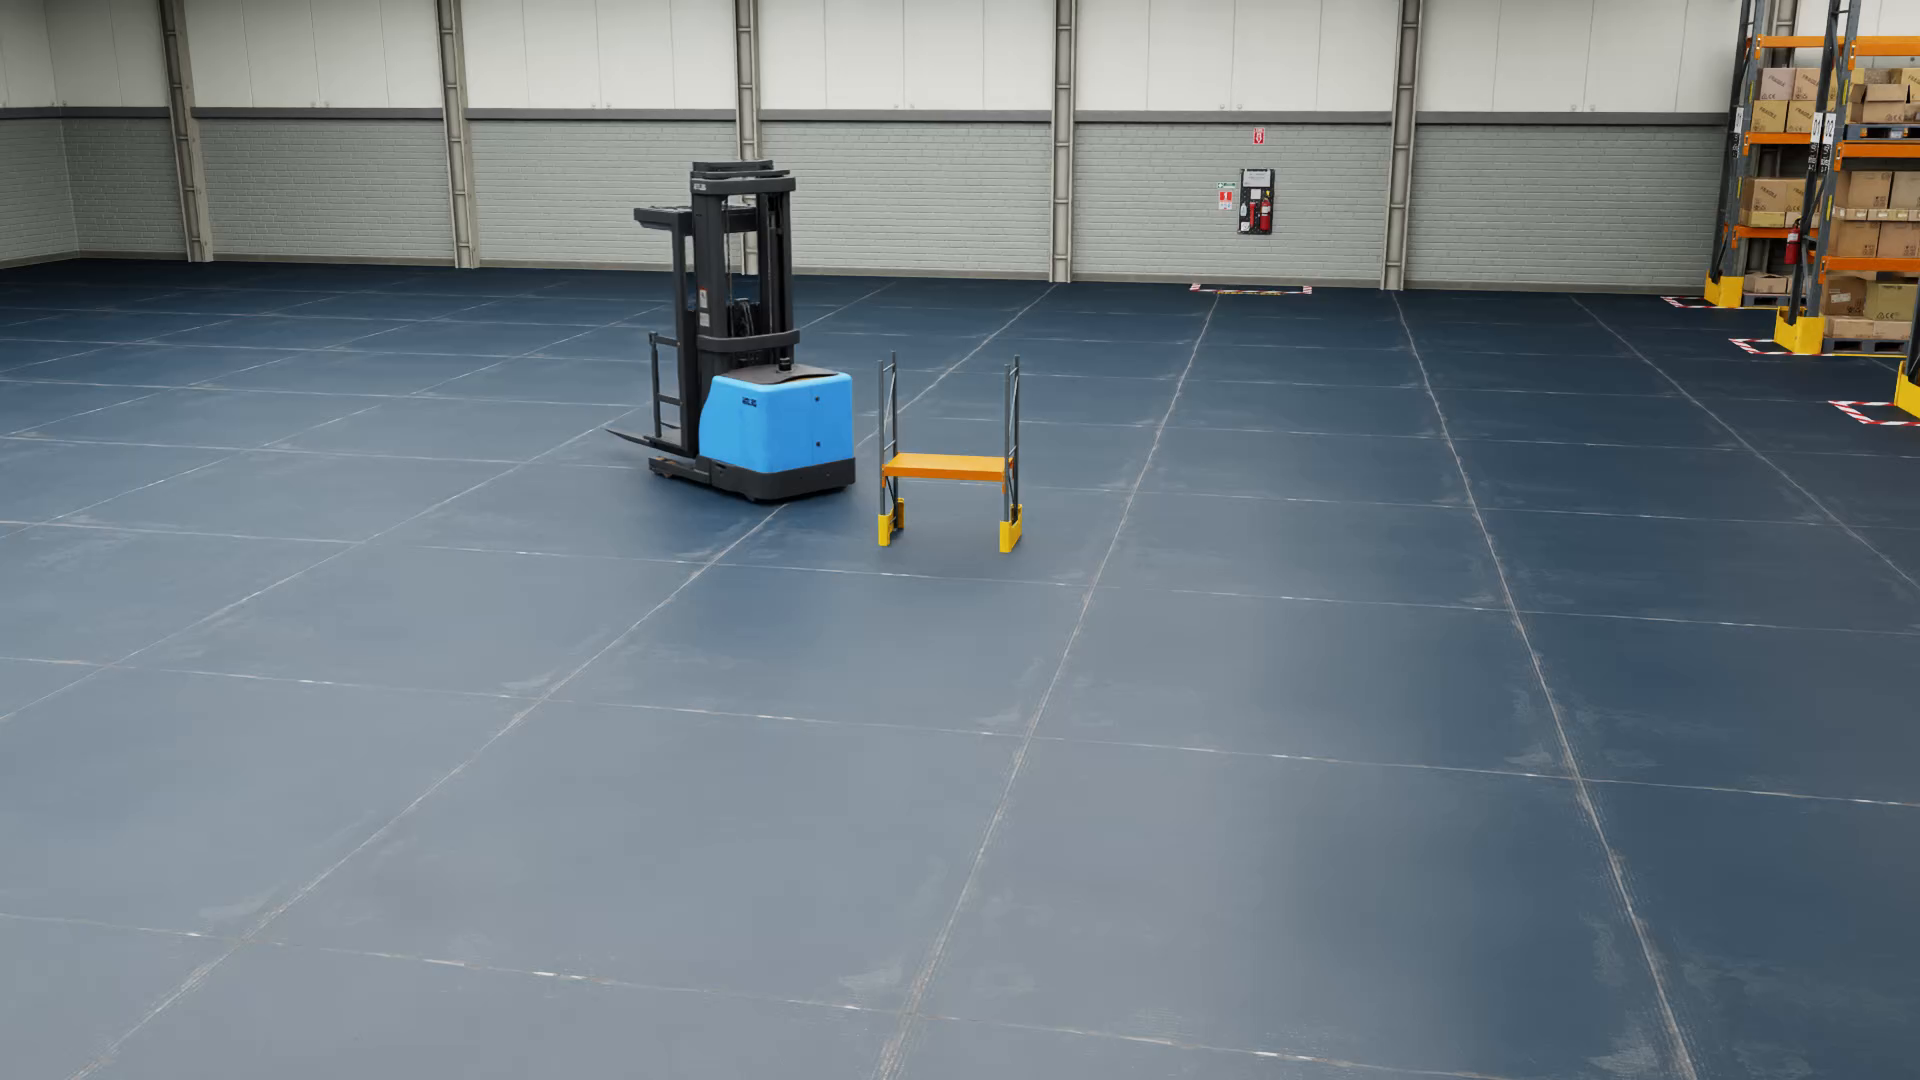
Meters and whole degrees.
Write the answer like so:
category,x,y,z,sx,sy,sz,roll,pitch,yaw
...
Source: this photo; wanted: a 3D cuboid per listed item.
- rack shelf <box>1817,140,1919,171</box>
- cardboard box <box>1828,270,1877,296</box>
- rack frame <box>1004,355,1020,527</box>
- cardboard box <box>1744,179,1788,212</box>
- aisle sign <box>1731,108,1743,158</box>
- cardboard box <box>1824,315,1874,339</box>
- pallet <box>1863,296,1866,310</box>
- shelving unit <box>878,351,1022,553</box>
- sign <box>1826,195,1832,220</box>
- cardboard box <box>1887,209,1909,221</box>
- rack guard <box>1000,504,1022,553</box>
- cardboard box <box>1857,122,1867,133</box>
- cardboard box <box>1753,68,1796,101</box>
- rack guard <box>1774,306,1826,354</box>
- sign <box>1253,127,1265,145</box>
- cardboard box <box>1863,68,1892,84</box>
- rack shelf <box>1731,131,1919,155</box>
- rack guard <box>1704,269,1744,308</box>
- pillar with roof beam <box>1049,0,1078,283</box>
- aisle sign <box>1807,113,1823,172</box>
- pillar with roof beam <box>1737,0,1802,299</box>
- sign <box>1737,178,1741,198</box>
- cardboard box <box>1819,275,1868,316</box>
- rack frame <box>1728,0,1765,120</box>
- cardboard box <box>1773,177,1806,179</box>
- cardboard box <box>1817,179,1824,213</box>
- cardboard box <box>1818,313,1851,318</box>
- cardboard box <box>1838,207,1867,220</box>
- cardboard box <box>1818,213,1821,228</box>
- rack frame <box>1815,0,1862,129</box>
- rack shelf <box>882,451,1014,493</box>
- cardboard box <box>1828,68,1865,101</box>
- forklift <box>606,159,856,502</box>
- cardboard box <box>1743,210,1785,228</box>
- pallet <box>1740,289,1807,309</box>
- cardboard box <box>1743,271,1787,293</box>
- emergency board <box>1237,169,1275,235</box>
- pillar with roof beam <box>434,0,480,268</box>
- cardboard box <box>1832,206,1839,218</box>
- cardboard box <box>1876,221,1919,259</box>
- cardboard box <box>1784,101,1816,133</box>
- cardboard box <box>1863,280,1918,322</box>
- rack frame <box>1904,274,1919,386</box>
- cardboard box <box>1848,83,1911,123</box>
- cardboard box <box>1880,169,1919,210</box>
category,x,y,z,sx,sy,sz,roll,pitch,yaw
rack shelf,13.762,-5.149,22.317,4.000,0.370,1.077,3,16,11
cardboard box,14.713,-4.317,27.444,0.500,0.500,0.700,2,16,8
rack frame,0.415,-0.700,13.340,0.032,1.500,0.500,3,16,11
cardboard box,13.193,-5.647,27.226,0.500,0.500,0.500,3,16,11
aisle sign,12.655,-6.630,27.068,0.004,0.787,0.394,3,16,11
cardboard box,12.283,-2.947,23.004,0.500,0.250,0.500,3,16,11
pallet,14.841,-3.986,27.616,1.213,0.211,1.003,3,16,11
shelving unit,-0.075,-0.727,13.435,1.083,1.500,0.587,3,16,11
sign,11.685,-4.467,22.357,0.005,0.325,0.100,3,16,11
cardboard box,12.647,-4.413,22.530,0.250,0.149,0.380,3,16,11
rack guard,0.413,-0.098,13.507,0.087,0.250,0.587,3,16,11
cardboard box,14.621,-6.785,26.652,0.500,0.500,0.500,4,16,15
cardboard box,13.115,-7.353,26.831,0.500,0.500,0.500,2,16,7
rack guard,11.778,-2.953,23.344,0.348,0.500,1.175,3,16,11
sign,5.362,-7.245,29.816,0.199,0.298,0.001,3,16,11
cardboard box,14.767,-7.396,26.985,0.500,0.500,0.500,3,16,11
rack shelf,14.745,-6.445,26.996,4.000,0.370,1.077,3,16,11
rack guard,12.860,-4.243,28.004,0.348,0.500,1.175,3,16,11
pillar with roof beam,1.027,-8.045,25.805,0.400,9.000,9.100,3,16,11
aisle sign,11.796,-5.489,22.949,0.004,0.787,0.394,3,16,11
pillar with roof beam,12.786,-7.406,23.501,0.400,9.000,9.100,3,16,11
sign,12.677,-5.727,27.057,0.005,0.325,0.100,3,16,11
cardboard box,12.387,-3.444,23.395,0.500,0.500,0.500,3,16,11
rack frame,12.785,-8.343,26.884,0.127,3.000,1.000,3,16,11
cardboard box,13.781,-5.752,27.606,0.500,0.500,0.500,3,16,12
cardboard box,14.181,-5.589,27.017,0.500,0.500,0.500,3,16,9
cardboard box,12.386,-3.082,23.493,0.500,0.250,0.500,3,16,11
cardboard box,12.144,-4.440,22.627,0.250,0.149,0.380,3,16,11
cardboard box,14.210,-5.228,27.119,0.500,0.250,0.500,3,16,10
rack frame,11.802,-7.047,22.205,0.127,3.000,1.000,3,16,11
rack shelf,-0.084,-0.554,13.485,1.000,0.185,0.538,3,16,11
cardboard box,14.100,-7.289,26.599,0.500,0.500,0.500,4,16,13
forklift,-2.320,-2.078,15.632,1.130,2.935,3.031,-14,20,-40
cardboard box,13.200,-5.280,27.308,0.500,0.250,0.500,3,16,9
pallet,13.649,-4.052,27.853,1.213,0.211,1.003,3,16,11
cardboard box,13.445,-4.308,27.767,0.500,0.311,0.500,1,16,5
emergency board,5.350,-6.102,30.030,0.643,1.169,0.194,3,16,11
pillar with roof beam,-10.733,-8.683,28.110,0.400,9.000,9.100,3,16,11
cardboard box,12.214,-4.546,23.012,0.250,0.149,0.380,3,16,10
cardboard box,12.772,-4.149,22.794,0.500,0.500,0.700,4,16,13
cardboard box,13.582,-6.834,26.831,0.500,0.500,0.500,4,16,15
cardboard box,12.773,-3.282,22.809,0.500,0.500,0.500,3,16,11
rack frame,10.811,-2.861,18.329,0.127,3.000,1.000,3,16,11
cardboard box,12.364,-5.890,22.402,0.637,0.503,0.797,4,16,15
cardboard box,12.825,-4.772,22.611,0.500,0.500,0.700,3,16,10
